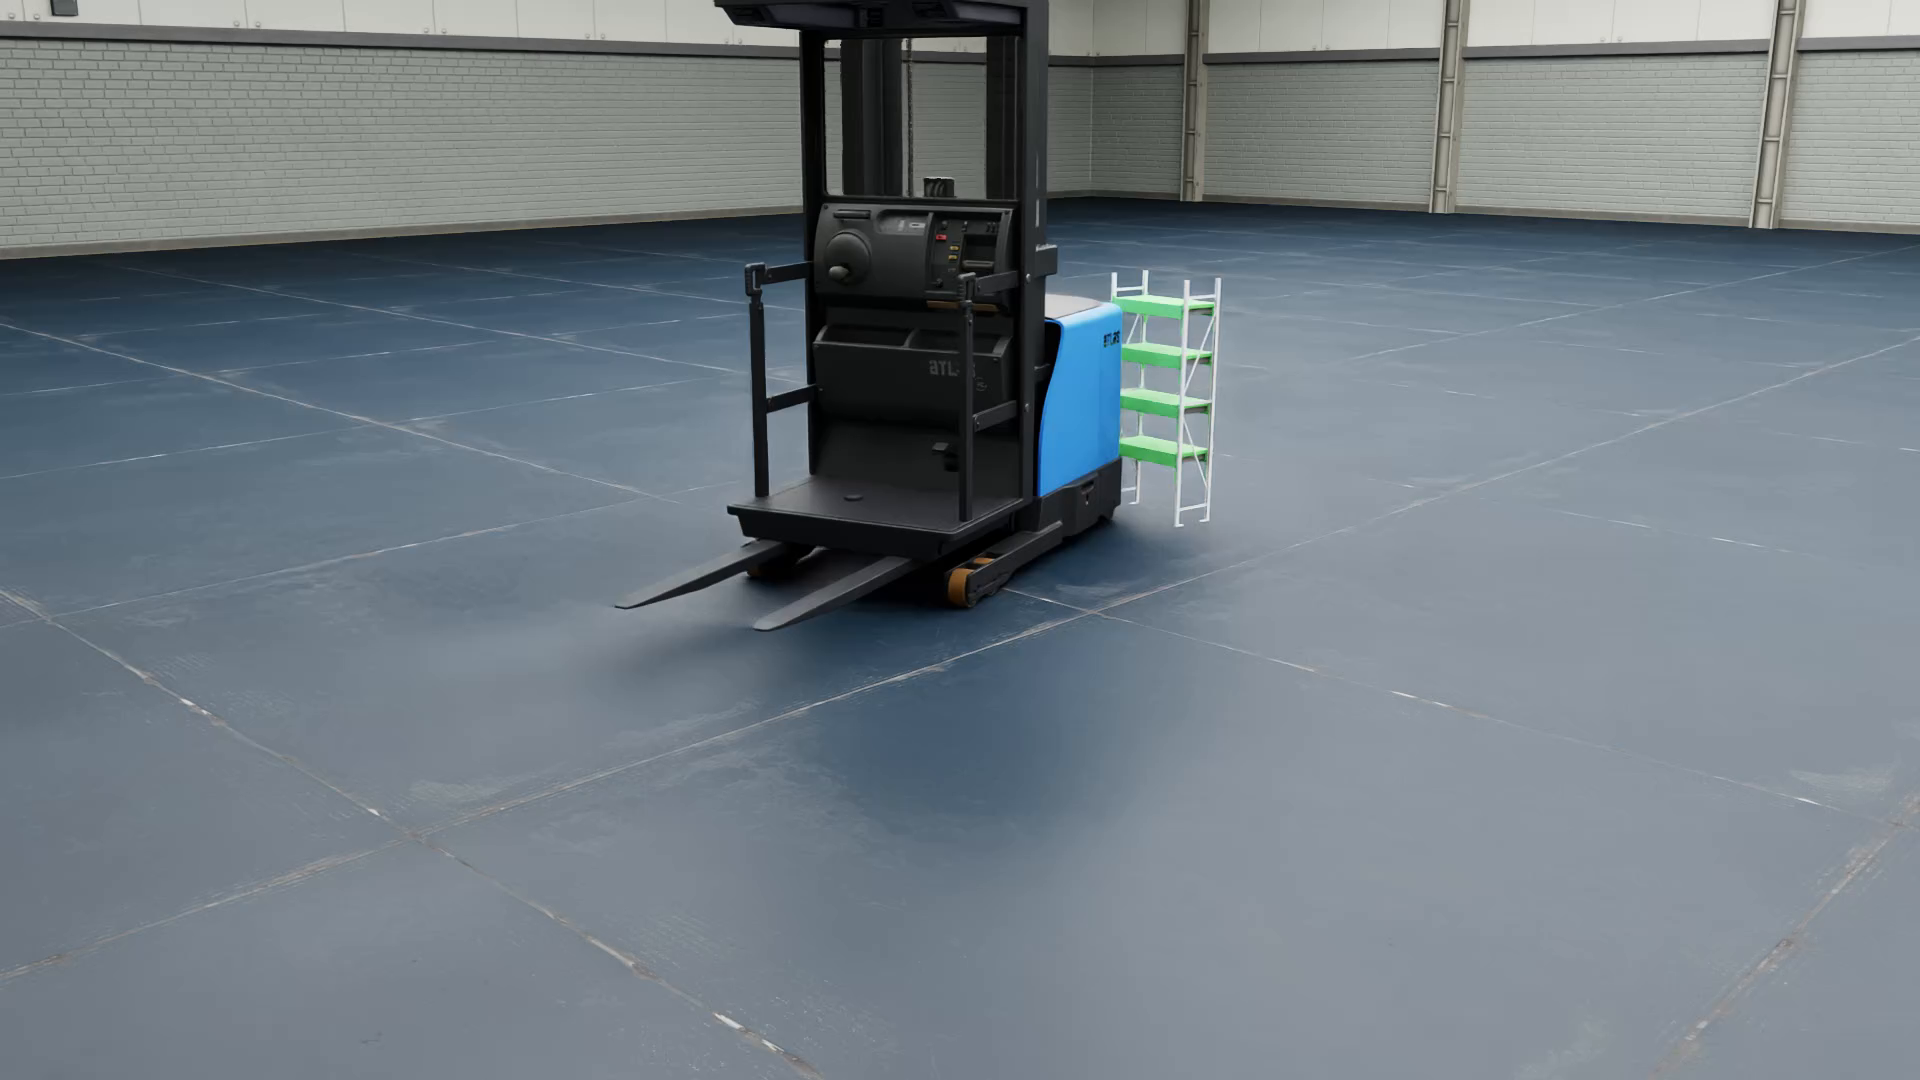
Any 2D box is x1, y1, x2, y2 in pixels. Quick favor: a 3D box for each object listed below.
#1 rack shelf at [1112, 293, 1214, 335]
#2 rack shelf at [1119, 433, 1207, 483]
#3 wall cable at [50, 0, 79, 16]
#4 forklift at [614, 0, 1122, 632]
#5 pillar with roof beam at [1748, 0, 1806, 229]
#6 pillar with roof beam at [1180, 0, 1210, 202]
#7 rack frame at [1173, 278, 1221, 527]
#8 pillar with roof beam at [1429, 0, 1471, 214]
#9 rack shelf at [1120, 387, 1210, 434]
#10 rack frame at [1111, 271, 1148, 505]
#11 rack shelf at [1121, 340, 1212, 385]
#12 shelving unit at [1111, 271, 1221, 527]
[{"bbox_3d":[1.002,-1.113,8.167,0.258,0.148,0.480,-11,18,-38],"label":"rack shelf"},{"bbox_3d":[0.994,-0.415,8.343,0.258,0.148,0.480,-11,18,-38],"label":"rack shelf"},{"bbox_3d":[-11.398,-10.184,22.427,0.169,6.003,2.305,14,20,42],"label":"wall cable"},{"bbox_3d":[-0.301,-1.265,6.973,1.130,2.935,3.031,7,16,26],"label":"forklift"},{"bbox_3d":[10.719,-8.899,24.237,0.400,9.000,9.100,14,20,42],"label":"pillar with roof beam"},{"bbox_3d":[2.080,-10.999,32.297,0.400,9.000,9.100,14,20,42],"label":"pillar with roof beam"},{"bbox_3d":[1.152,-0.662,8.086,0.240,1.200,0.015,-11,18,-38],"label":"rack frame"},{"bbox_3d":[6.400,-9.949,28.267,0.400,9.000,9.100,14,20,42],"label":"pillar with roof beam"},{"bbox_3d":[0.997,-0.648,8.284,0.258,0.148,0.480,-11,18,-38],"label":"rack shelf"},{"bbox_3d":[0.843,-0.757,8.451,0.240,1.200,0.015,-11,18,-38],"label":"rack frame"},{"bbox_3d":[1.000,-0.881,8.226,0.258,0.148,0.480,-11,18,-38],"label":"rack shelf"},{"bbox_3d":[0.998,-0.710,8.269,0.258,1.200,0.503,-11,18,-38],"label":"shelving unit"}]
